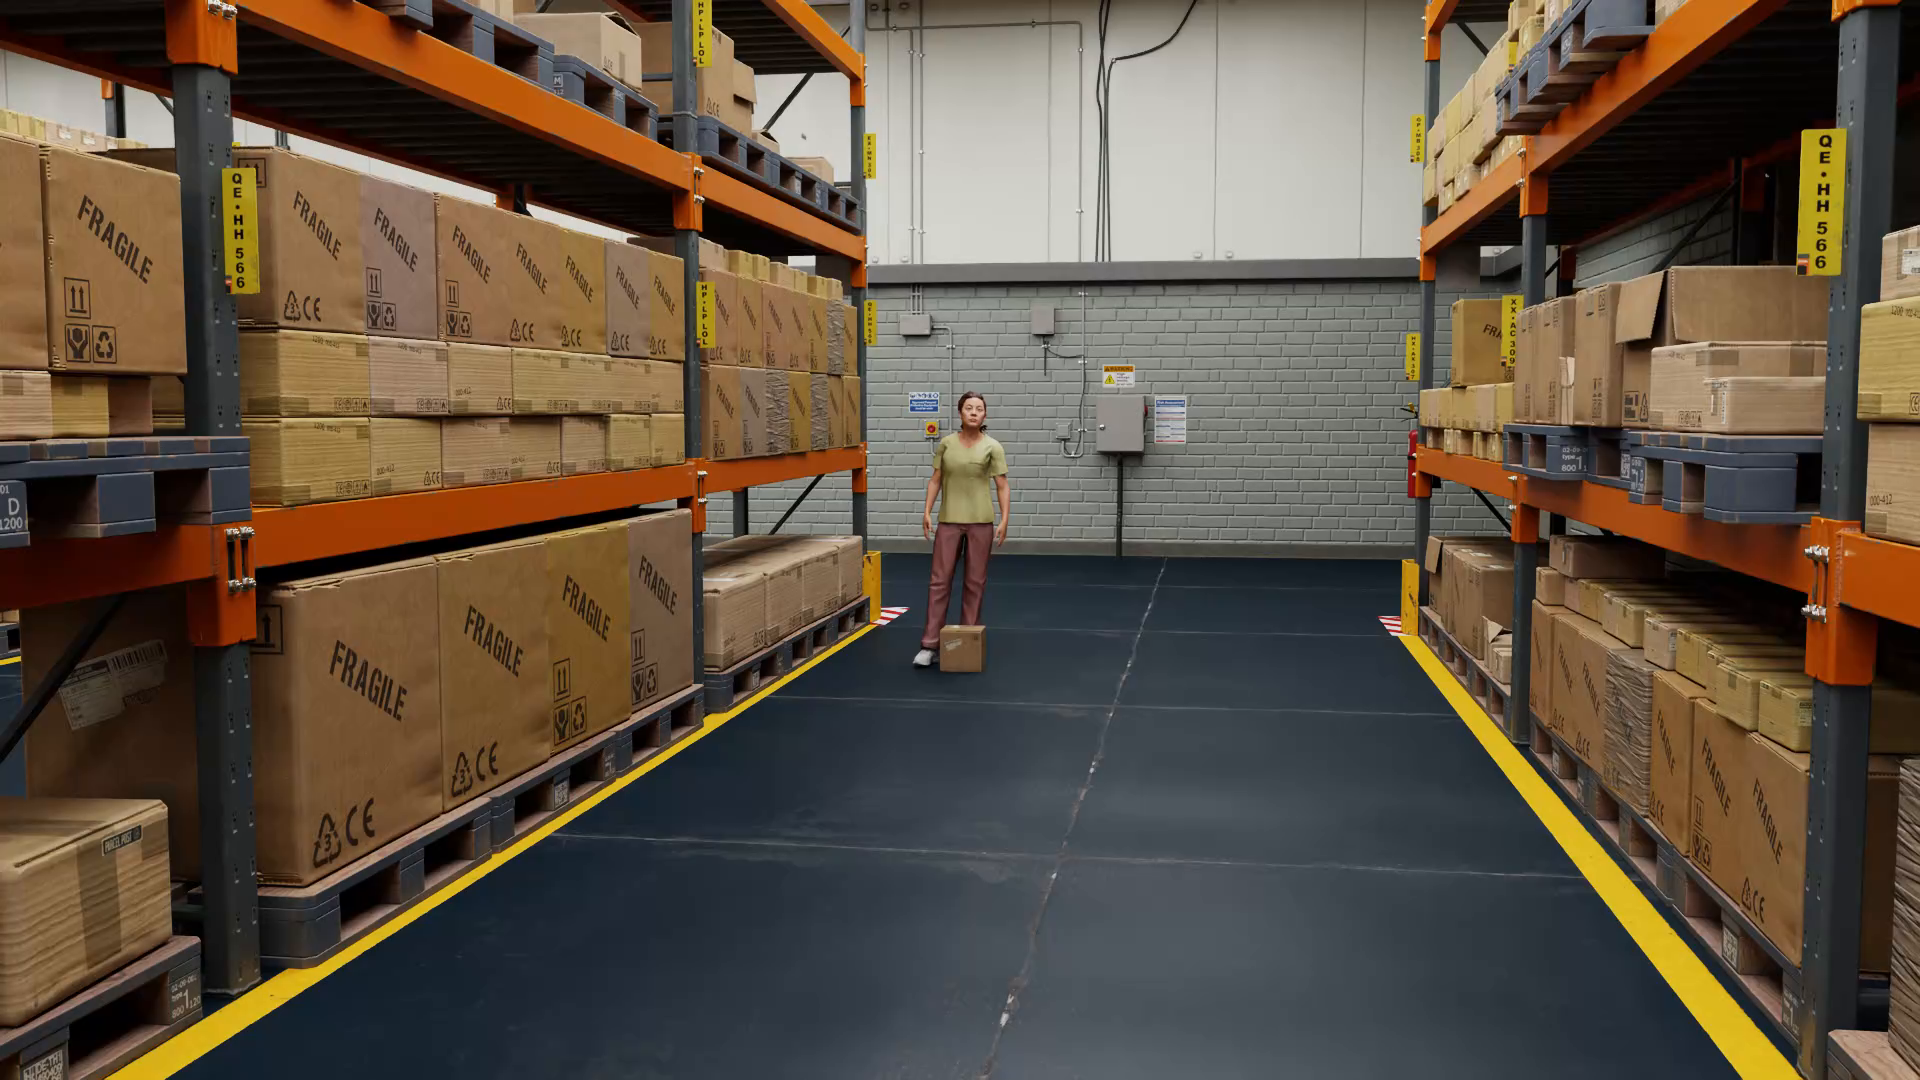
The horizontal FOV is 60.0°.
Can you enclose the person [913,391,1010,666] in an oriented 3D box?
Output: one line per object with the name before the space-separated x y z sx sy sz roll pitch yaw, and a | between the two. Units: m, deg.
person | 0.019 -0.079 10.233 0.553 1.673 0.547 1 5 9
